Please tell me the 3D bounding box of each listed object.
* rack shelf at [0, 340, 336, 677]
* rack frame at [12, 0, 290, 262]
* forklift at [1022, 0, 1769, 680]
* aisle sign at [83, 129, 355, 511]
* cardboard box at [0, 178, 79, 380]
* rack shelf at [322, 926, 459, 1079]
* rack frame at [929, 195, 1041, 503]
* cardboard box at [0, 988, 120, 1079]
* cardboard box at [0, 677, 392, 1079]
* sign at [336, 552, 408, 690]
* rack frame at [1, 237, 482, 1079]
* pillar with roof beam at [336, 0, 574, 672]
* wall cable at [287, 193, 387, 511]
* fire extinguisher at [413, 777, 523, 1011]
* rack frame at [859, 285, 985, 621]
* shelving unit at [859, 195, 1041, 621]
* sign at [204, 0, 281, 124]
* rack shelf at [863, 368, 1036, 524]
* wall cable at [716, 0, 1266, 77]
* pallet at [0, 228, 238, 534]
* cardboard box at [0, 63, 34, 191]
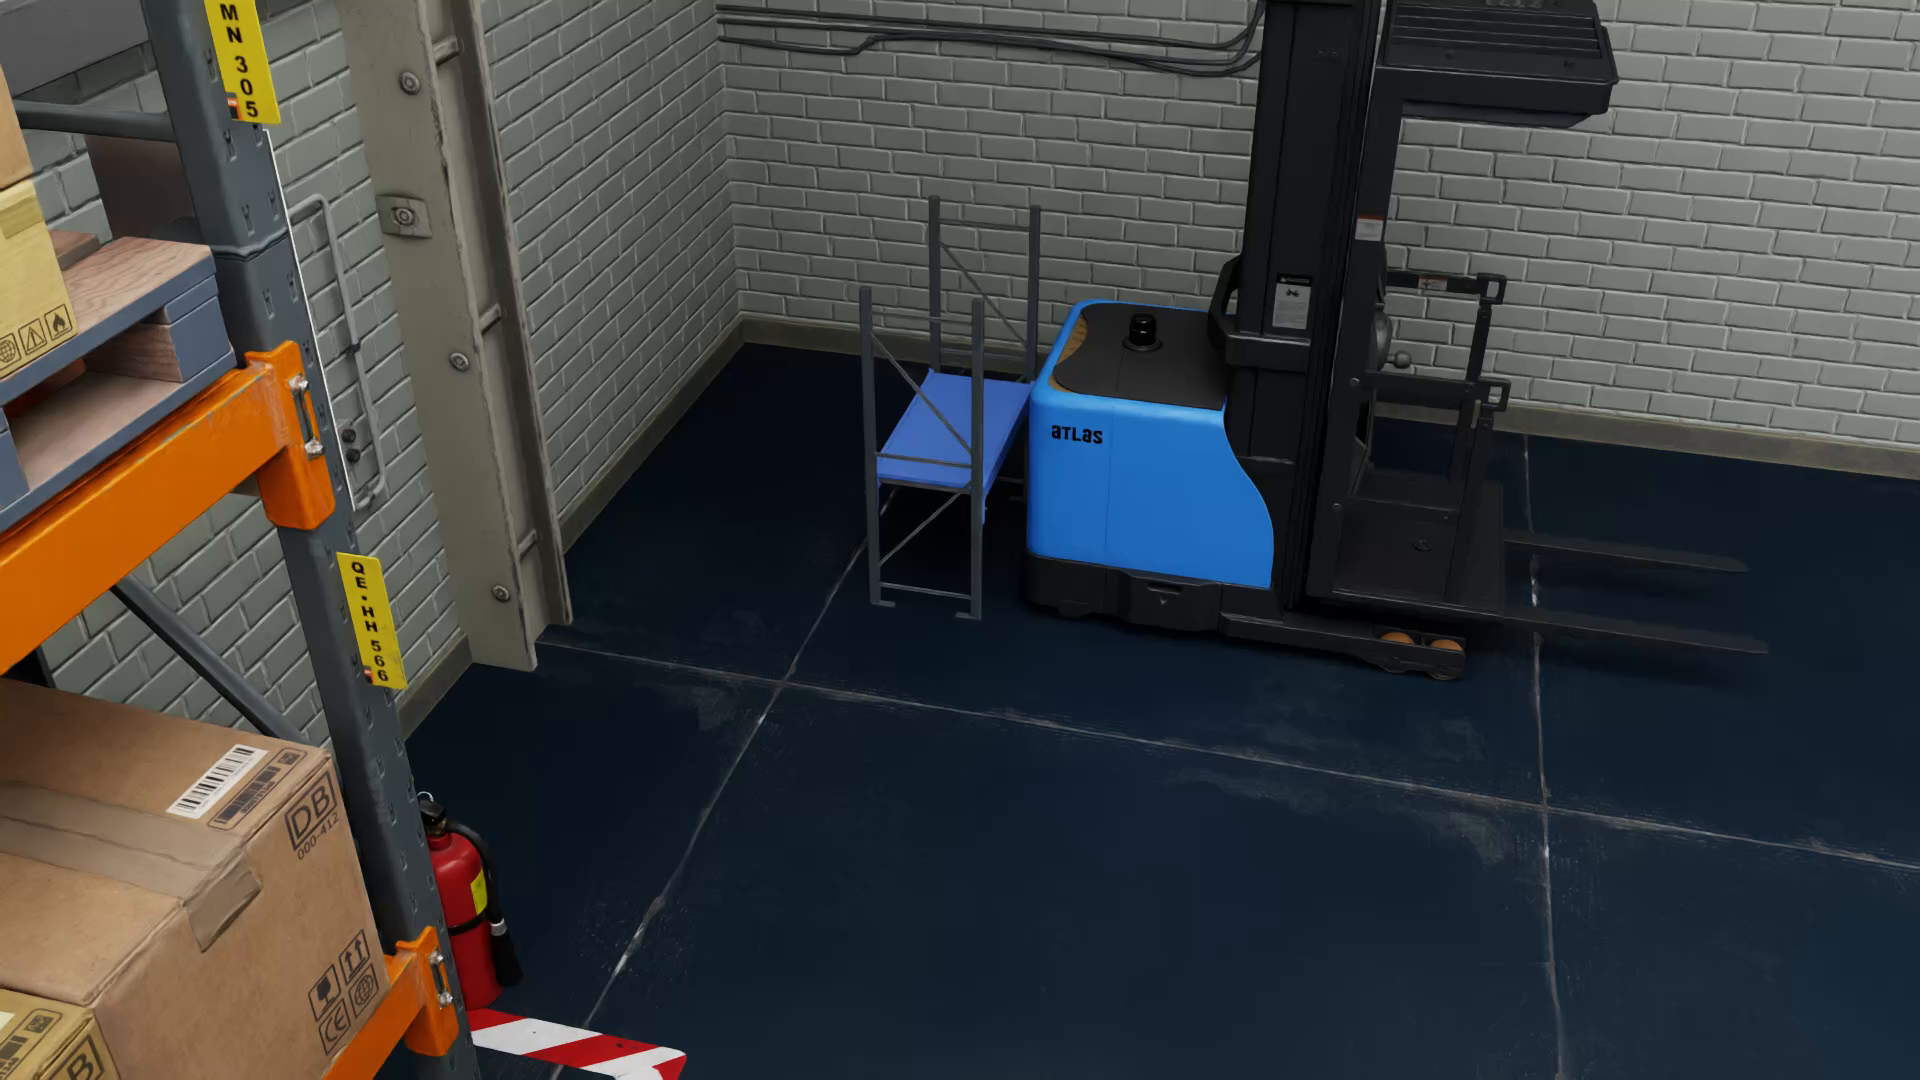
[{"bbox_3d":[-2.228,0.752,1.647,1.077,0.370,4.000,8,33,12],"label":"rack shelf"},{"bbox_3d":[-1.721,-1.856,2.281,1.000,3.000,0.127,8,33,12],"label":"rack frame"},{"bbox_3d":[1.844,-0.978,6.556,3.031,2.935,1.130,8,33,12],"label":"forklift"},{"bbox_3d":[-1.412,-0.418,3.188,0.394,0.787,0.004,8,33,12],"label":"aisle sign"},{"bbox_3d":[-1.650,-0.330,2.332,0.500,0.250,0.500,9,34,14],"label":"cardboard box"},{"bbox_3d":[-2.228,2.017,2.451,1.077,0.370,4.000,8,33,12],"label":"rack shelf"},{"bbox_3d":[0.107,-0.852,7.693,0.500,1.500,0.032,8,33,12],"label":"rack frame"},{"bbox_3d":[-2.014,1.194,2.796,0.980,0.700,0.700,8,33,12],"label":"cardboard box"},{"bbox_3d":[-1.841,0.815,3.392,0.980,0.700,0.700,10,34,15],"label":"cardboard box"},{"bbox_3d":[-1.199,0.168,3.389,0.100,0.325,0.005,8,33,12],"label":"sign"},{"bbox_3d":[-1.721,0.676,3.891,1.000,3.000,0.127,8,33,12],"label":"rack frame"},{"bbox_3d":[2.292,-2.789,3.749,9.100,9.000,0.400,8,33,12],"label":"pillar with roof beam"},{"bbox_3d":[-2.311,-0.546,4.866,0.084,1.984,1.851,8,33,12],"label":"wall cable"},{"bbox_3d":[-1.236,0.850,4.036,0.296,0.674,0.183,8,33,12],"label":"fire extinguisher"},{"bbox_3d":[-0.151,-0.325,6.863,0.500,1.500,0.032,8,33,12],"label":"rack frame"},{"bbox_3d":[-0.022,-0.589,7.278,0.538,1.500,1.048,8,33,12],"label":"shelving unit"},{"bbox_3d":[-1.199,-0.849,2.742,0.100,0.325,0.005,8,33,12],"label":"sign"},{"bbox_3d":[-0.022,-0.437,7.374,0.538,0.185,1.000,8,33,12],"label":"rack shelf"},{"bbox_3d":[0.060,-3.432,7.655,3.097,2.526,0.112,8,33,12],"label":"wall cable"},{"bbox_3d":[-1.899,-0.166,2.502,1.003,0.211,1.213,8,33,12],"label":"pallet"},{"bbox_3d":[-1.643,-0.646,2.130,0.500,0.500,0.500,8,33,12],"label":"cardboard box"}]
